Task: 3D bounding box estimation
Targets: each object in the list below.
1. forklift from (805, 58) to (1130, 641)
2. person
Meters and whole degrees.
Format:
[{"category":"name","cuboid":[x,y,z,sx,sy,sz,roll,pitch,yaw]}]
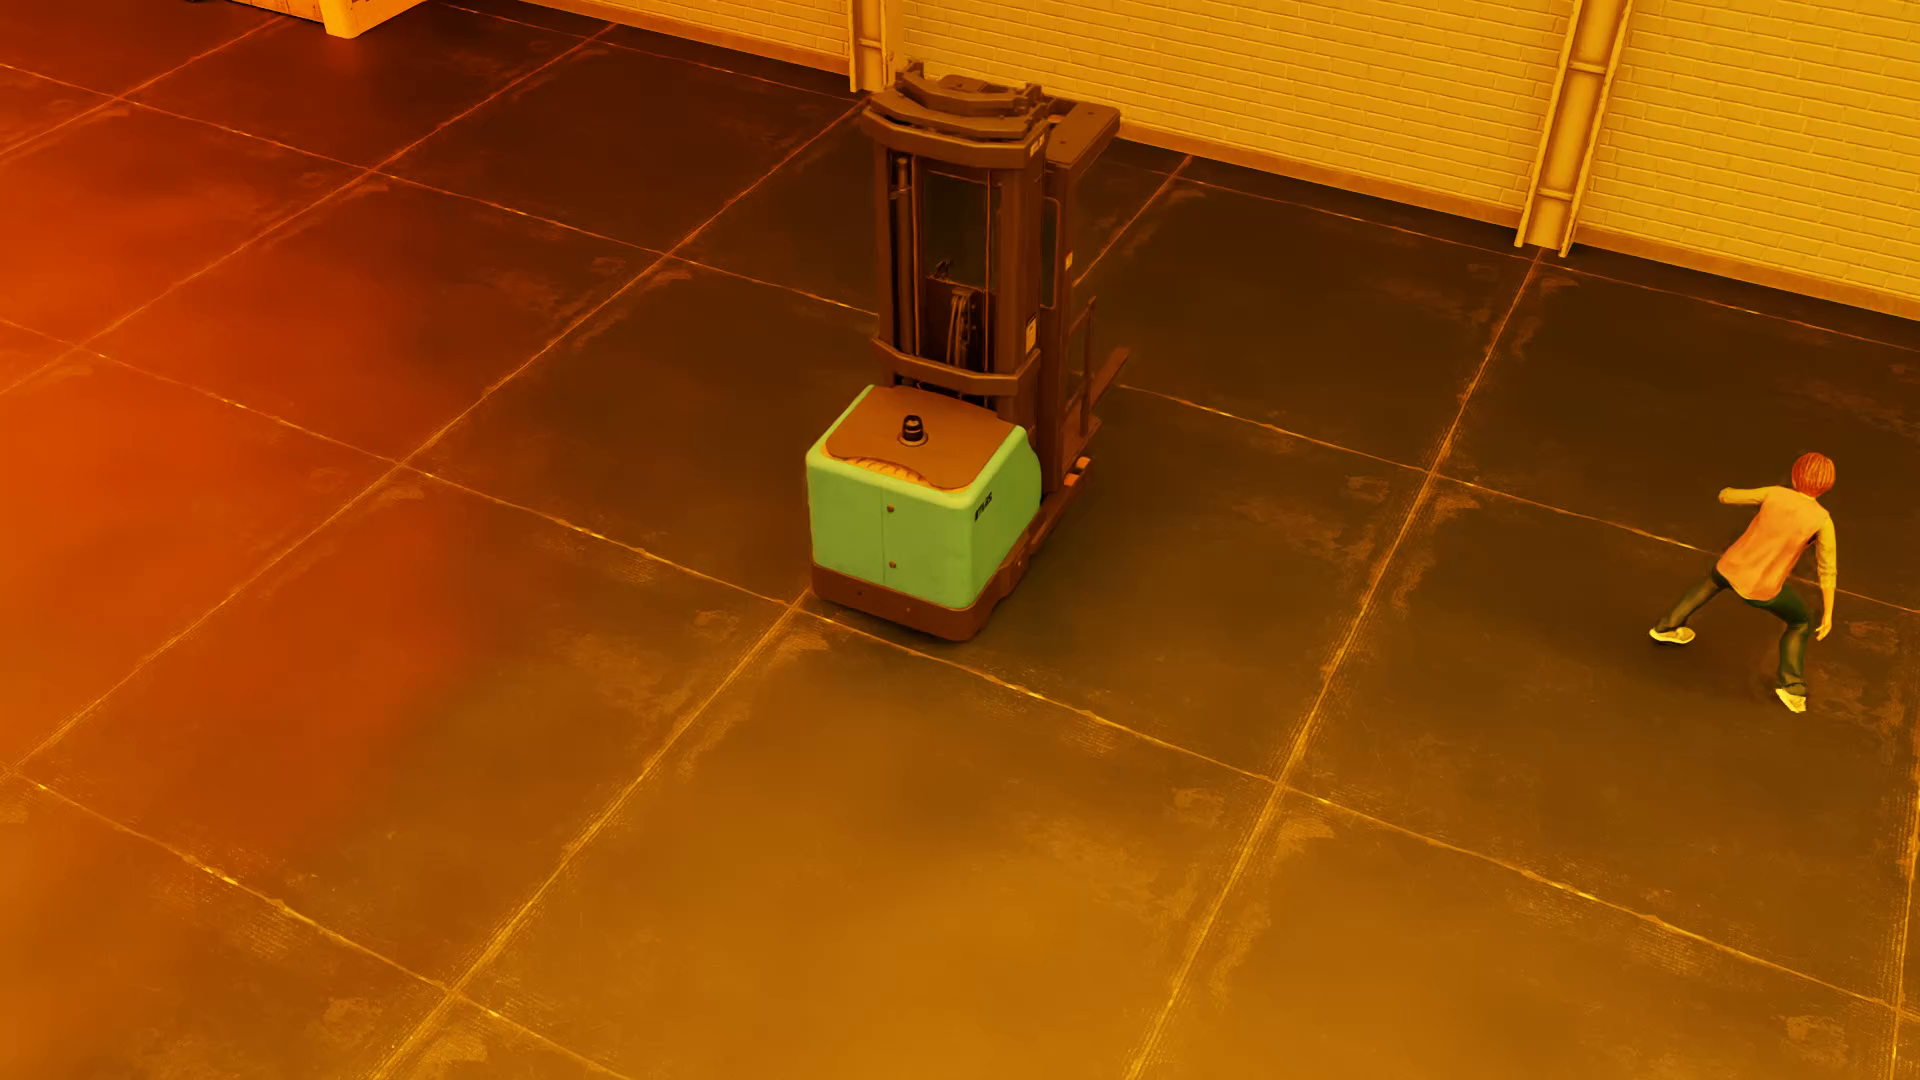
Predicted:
[{"category":"forklift","cuboid":[0.219,-1.491,9.756,1.130,2.935,3.031,17,43,19]},{"category":"person","cuboid":[4.356,0.223,8.948,0.517,1.530,0.921,-24,45,-25]}]
